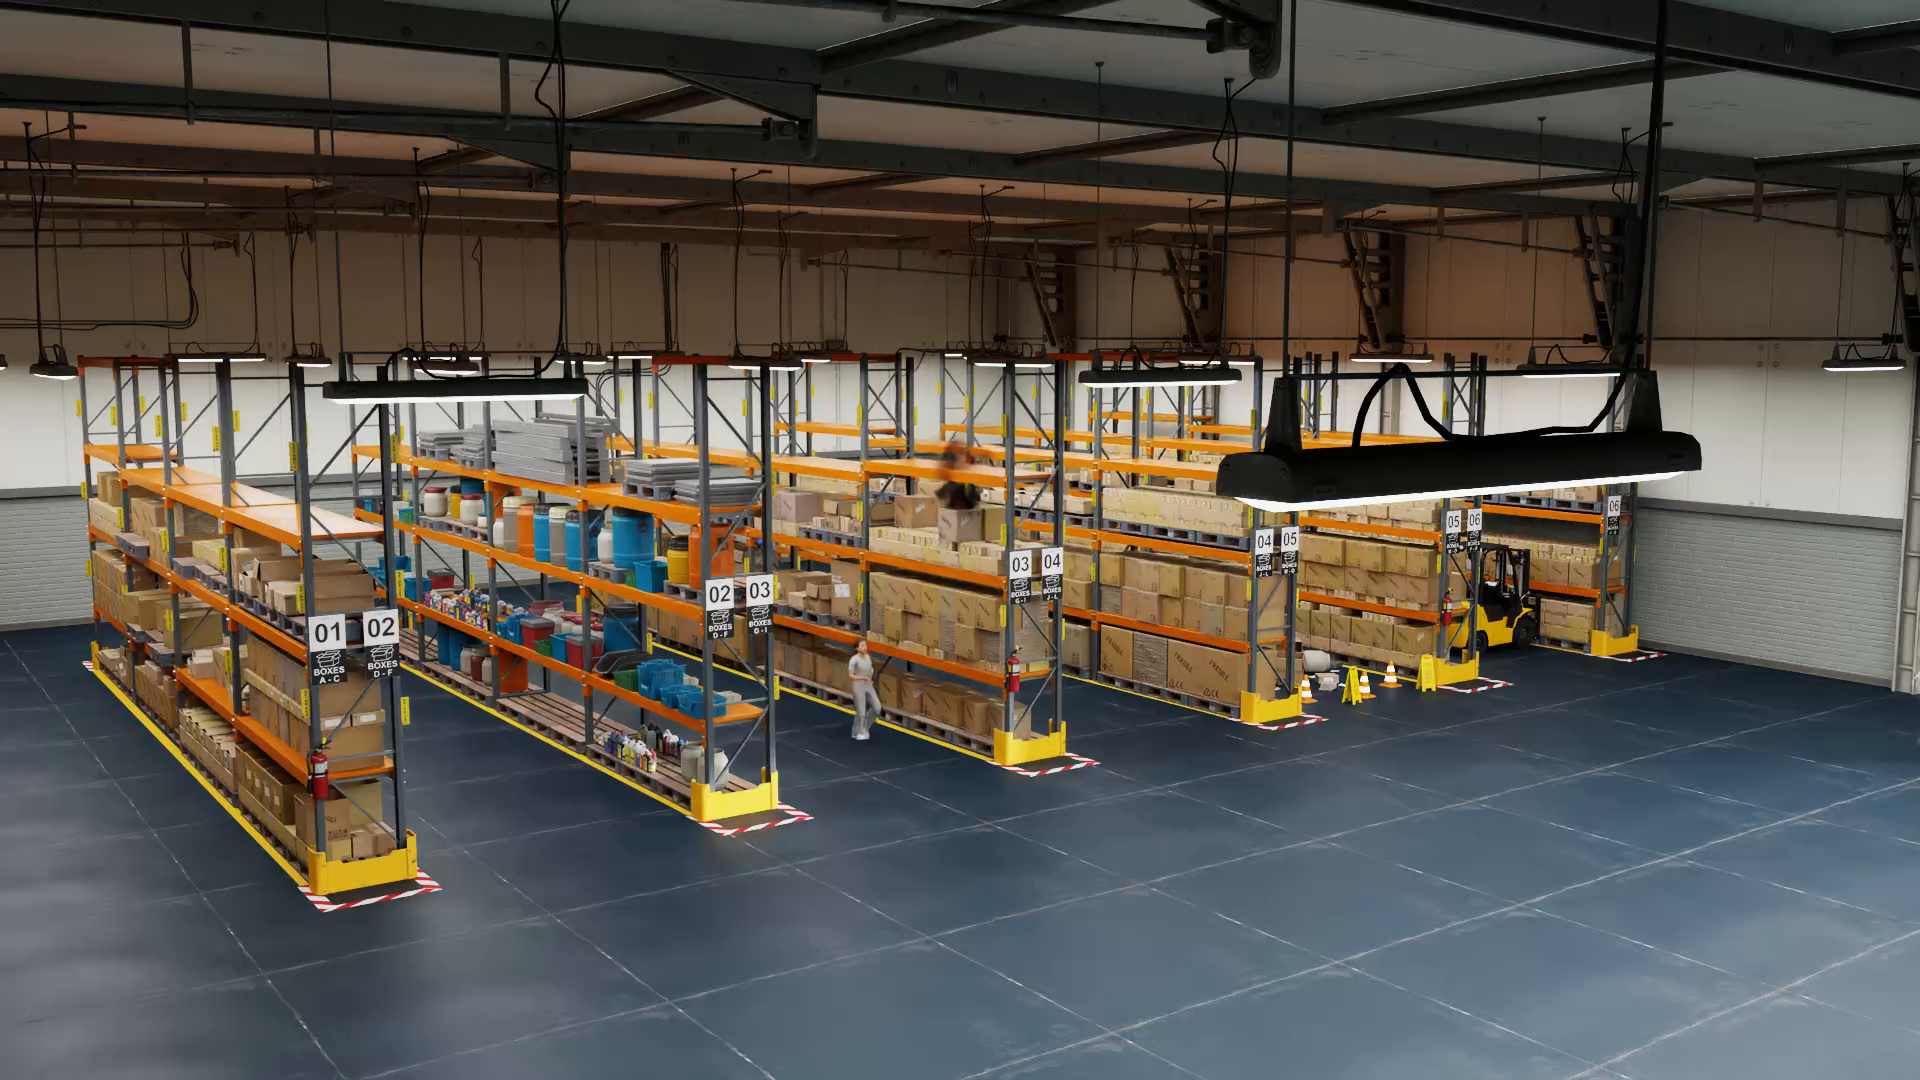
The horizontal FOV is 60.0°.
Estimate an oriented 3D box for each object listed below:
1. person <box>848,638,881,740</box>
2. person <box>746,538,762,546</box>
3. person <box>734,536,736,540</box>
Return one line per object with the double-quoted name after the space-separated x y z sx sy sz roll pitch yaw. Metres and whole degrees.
-1.488 2.350 26.088 0.544 1.629 0.605 -6 9 -40 "person"
-5.113 0.534 41.090 0.661 1.629 0.925 4 8 31 "person"
-5.701 0.658 40.311 0.711 1.584 0.631 0 7 -2 "person"
